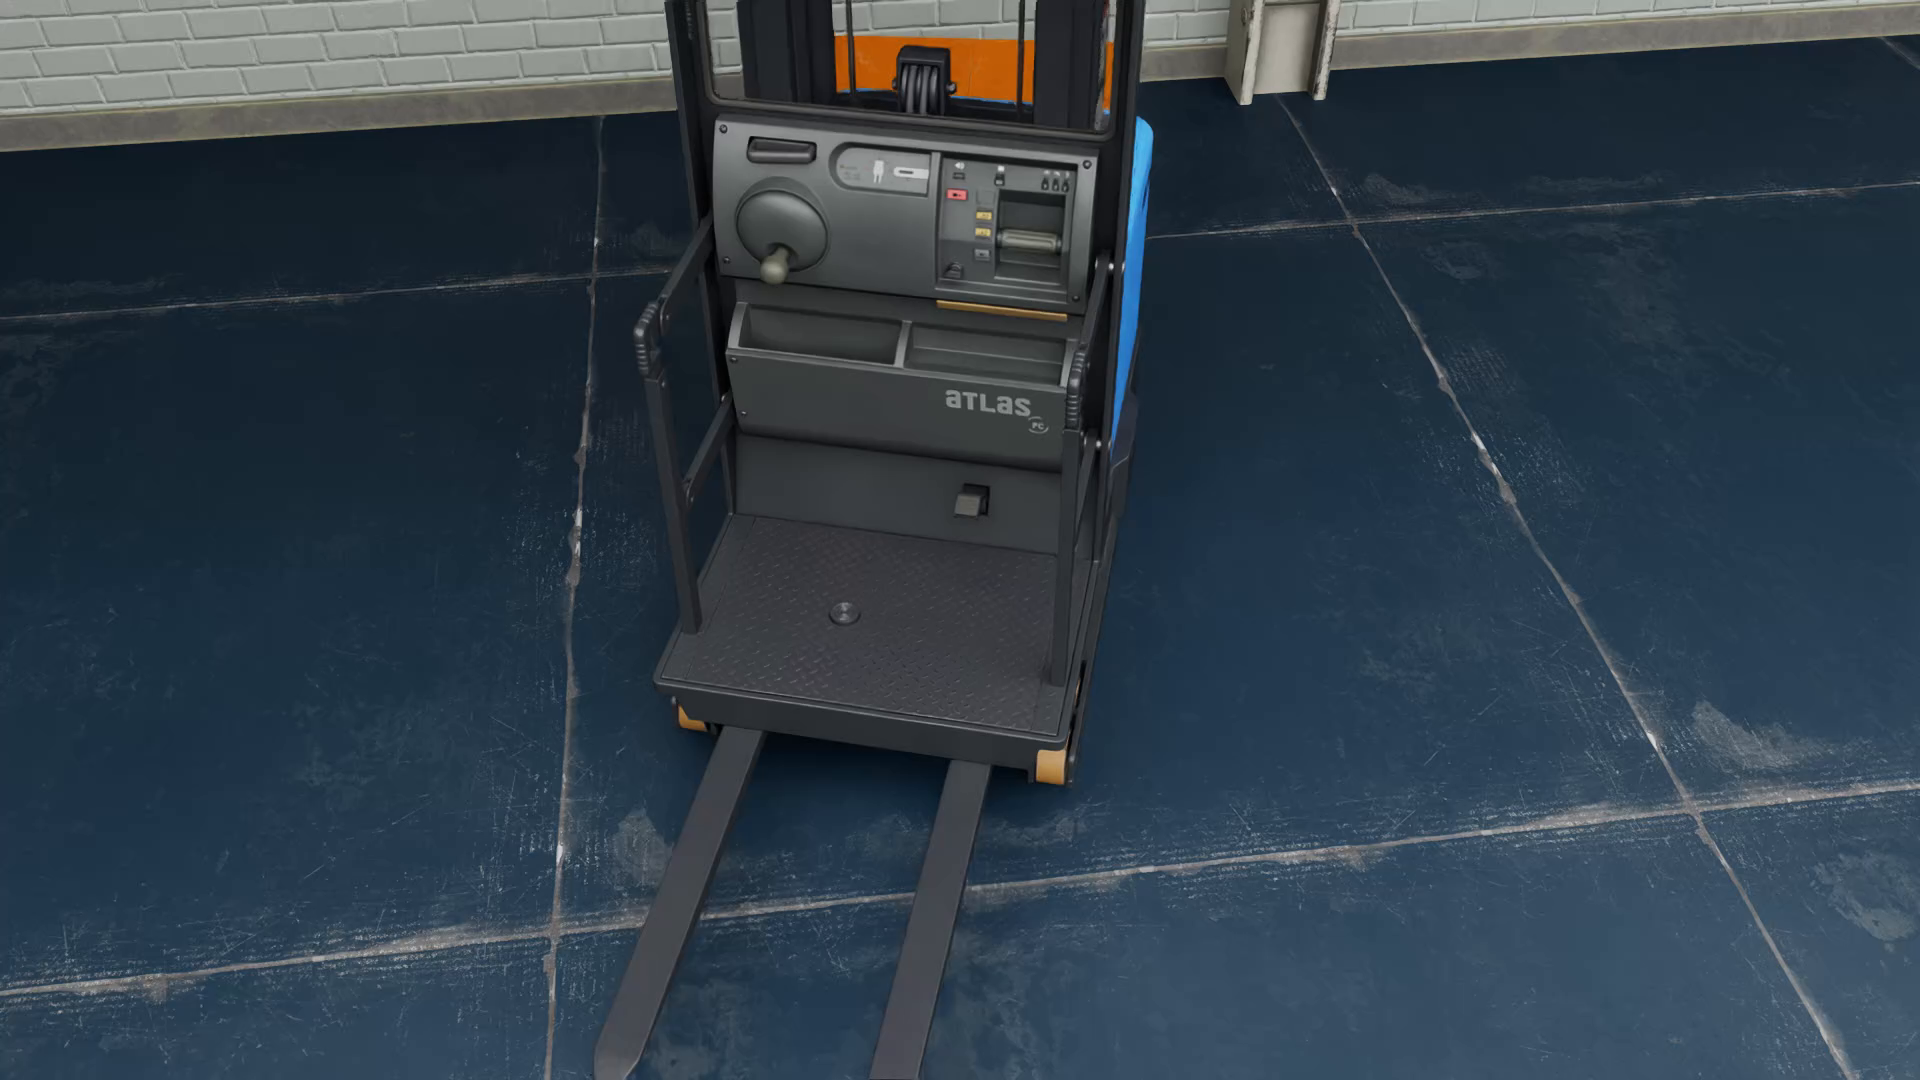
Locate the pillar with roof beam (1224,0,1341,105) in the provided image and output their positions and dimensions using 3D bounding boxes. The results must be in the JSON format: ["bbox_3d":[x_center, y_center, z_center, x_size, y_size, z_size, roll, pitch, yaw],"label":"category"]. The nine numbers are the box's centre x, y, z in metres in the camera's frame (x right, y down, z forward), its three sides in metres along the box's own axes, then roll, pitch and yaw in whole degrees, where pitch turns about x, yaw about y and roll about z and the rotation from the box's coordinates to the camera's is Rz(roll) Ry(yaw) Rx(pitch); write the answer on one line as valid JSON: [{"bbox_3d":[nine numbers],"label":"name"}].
[{"bbox_3d":[1.977,-2.538,1.345,0.400,9.000,9.100,-5,42,-6],"label":"pillar with roof beam"}]

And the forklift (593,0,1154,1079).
[{"bbox_3d":[-0.179,-0.698,3.836,1.130,2.935,3.031,7,43,8],"label":"forklift"}]

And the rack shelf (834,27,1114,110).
[{"bbox_3d":[0.036,-1.469,5.601,1.000,0.278,0.538,2,42,3],"label":"rack shelf"}]

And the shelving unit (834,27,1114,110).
[{"bbox_3d":[0.036,-1.252,5.797,1.048,1.125,0.538,2,42,3],"label":"shelving unit"}]
